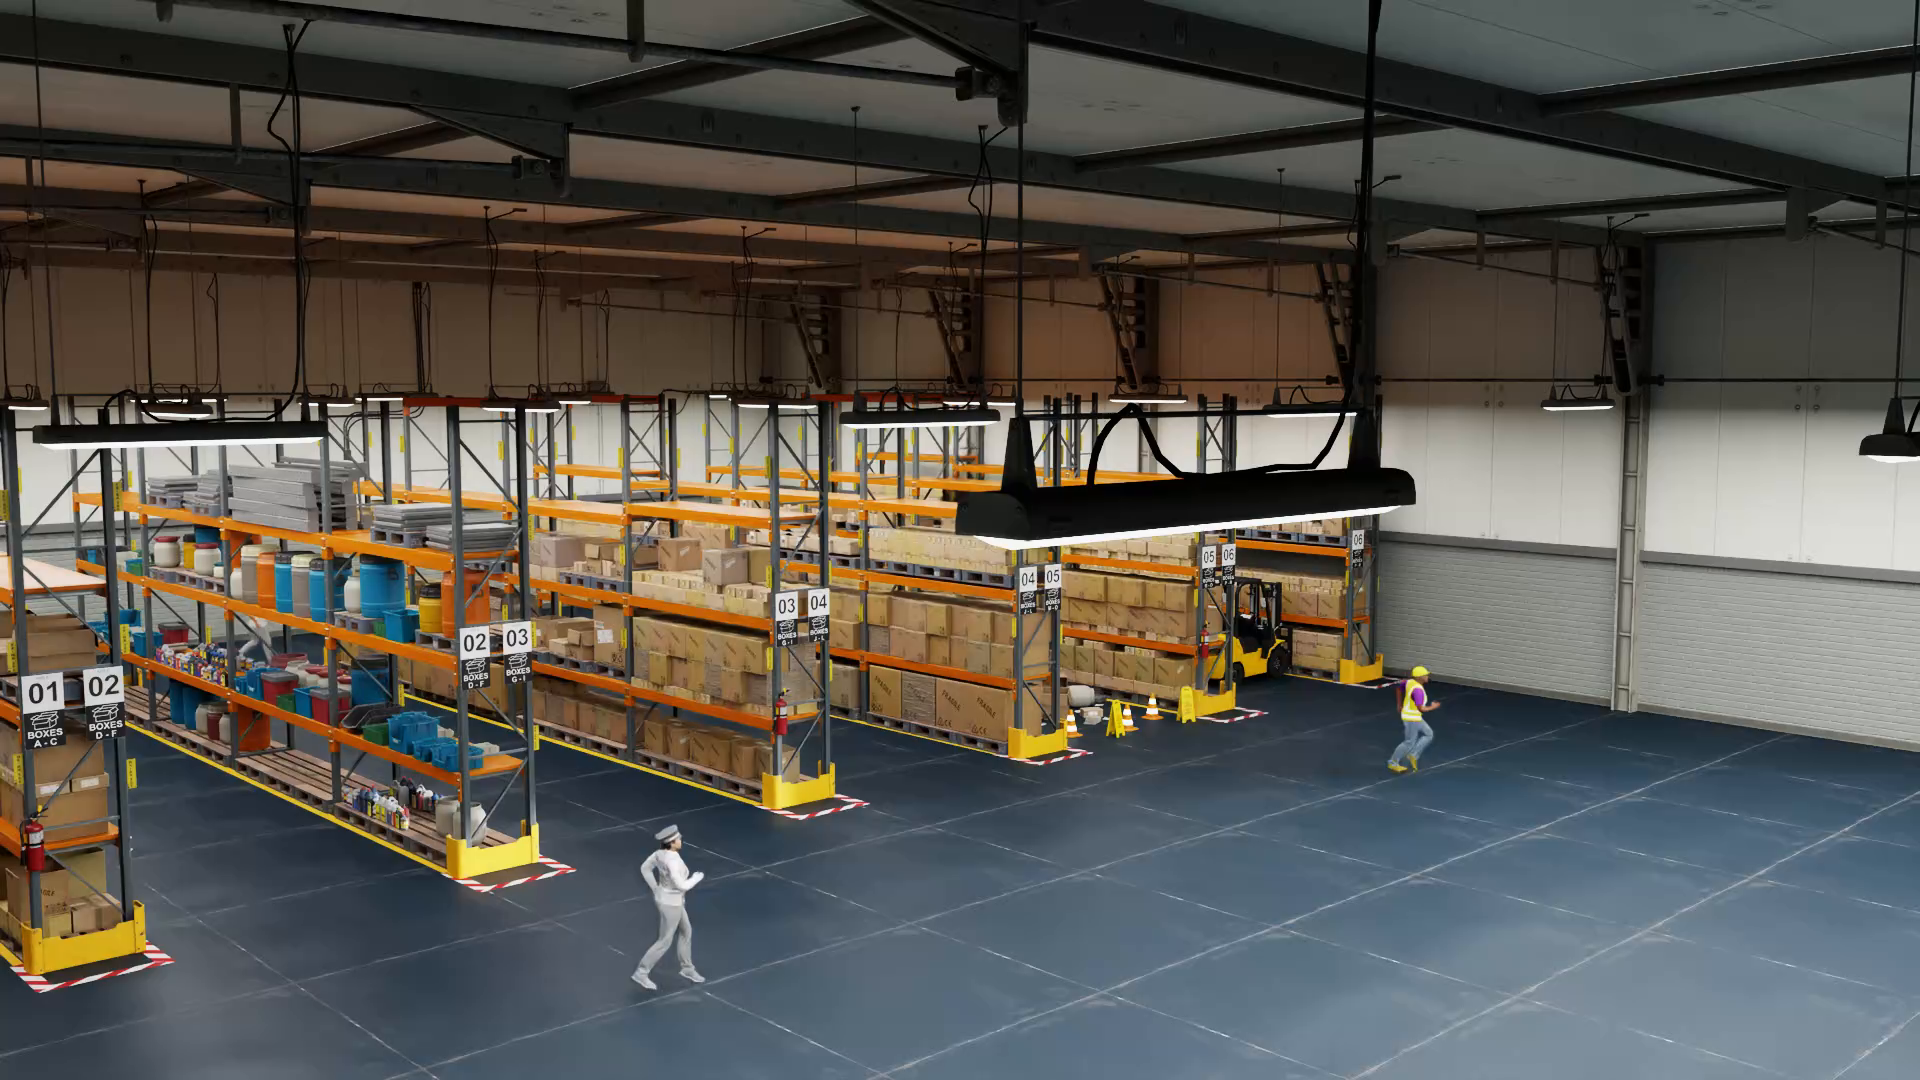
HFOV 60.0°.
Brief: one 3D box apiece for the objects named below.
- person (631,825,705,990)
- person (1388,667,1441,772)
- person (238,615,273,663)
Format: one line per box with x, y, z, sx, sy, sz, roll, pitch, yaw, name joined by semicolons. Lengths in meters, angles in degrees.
-3.017;3.814;17.228;0.774;1.744;0.636;-2;6;-23;person
7.284;2.874;26.660;0.787;1.724;0.737;1;6;9;person
-15.521;1.930;36.733;0.915;1.649;0.604;-4;7;-35;person
